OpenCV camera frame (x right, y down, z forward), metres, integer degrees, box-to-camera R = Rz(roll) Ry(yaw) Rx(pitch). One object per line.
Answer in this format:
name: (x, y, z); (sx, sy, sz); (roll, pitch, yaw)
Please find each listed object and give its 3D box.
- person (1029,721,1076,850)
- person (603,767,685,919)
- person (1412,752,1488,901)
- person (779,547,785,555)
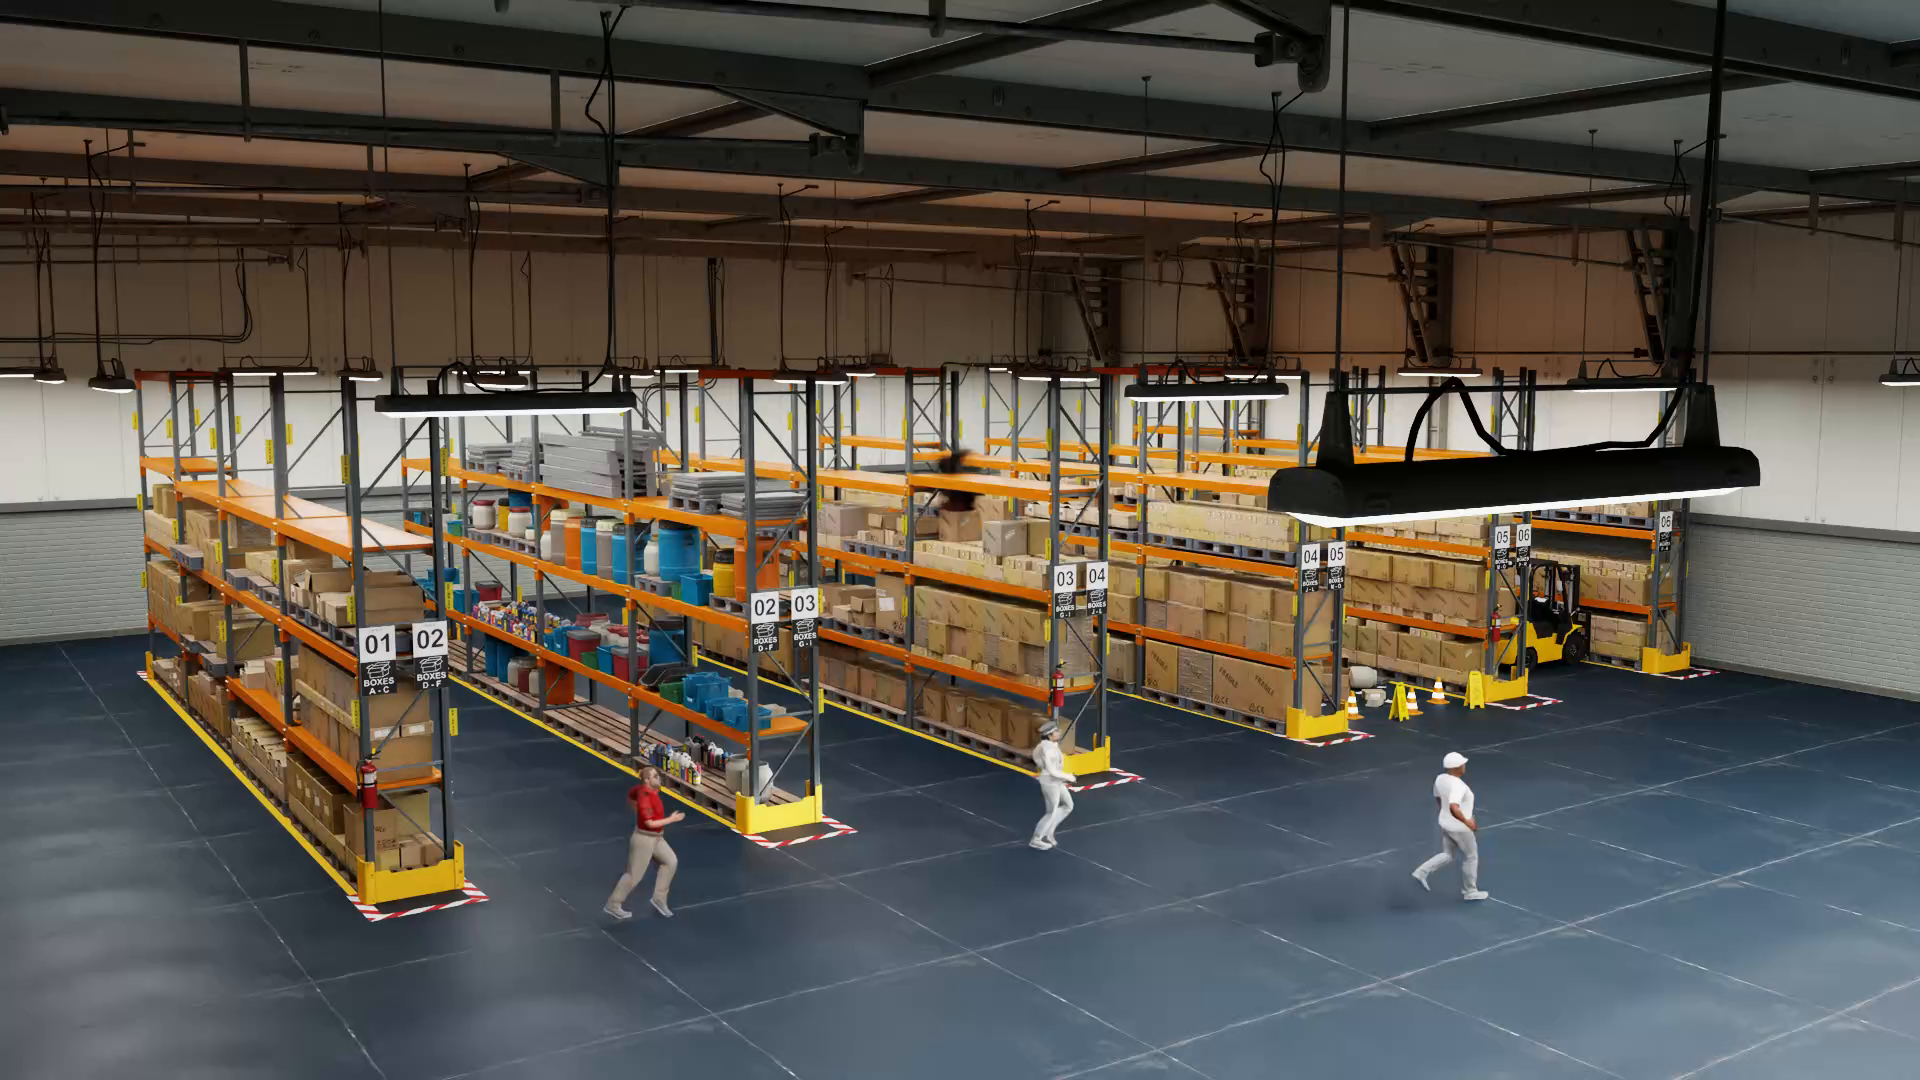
person: (1.181, 3.108, 21.212); (0.591, 1.657, 0.617); (0, 6, -1)
person: (-3.515, 3.396, 18.571); (0.911, 1.777, 0.673); (0, 6, -2)
person: (5.709, 3.303, 19.163); (0.868, 1.745, 0.714); (-1, 7, -13)
person: (-4.401, 0.966, 40.083); (0.706, 1.798, 0.690); (2, 7, 20)
